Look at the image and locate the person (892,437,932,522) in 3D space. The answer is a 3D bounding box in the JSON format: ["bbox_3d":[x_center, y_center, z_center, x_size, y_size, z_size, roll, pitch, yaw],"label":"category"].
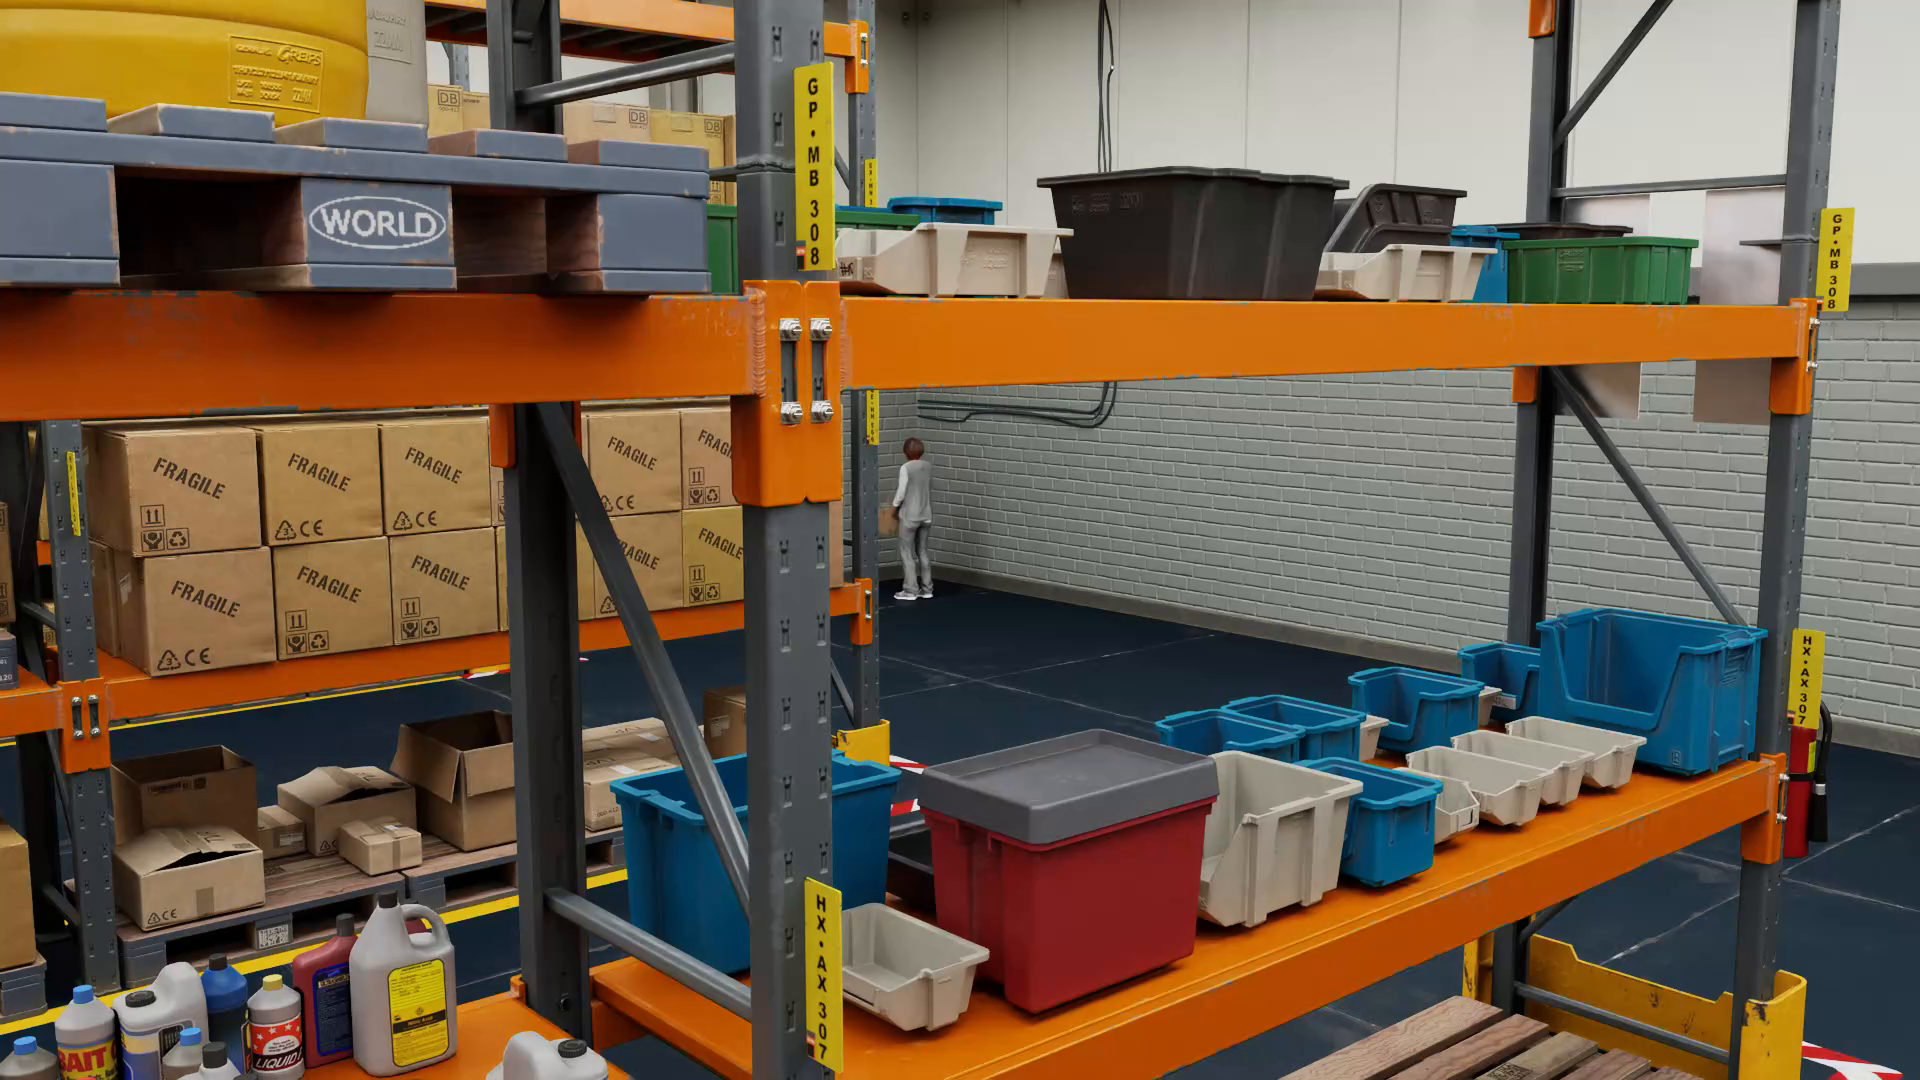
[{"bbox_3d":[-0.476,-0.580,16.337,0.444,0.863,0.383,-7,10,-42],"label":"person"}]
